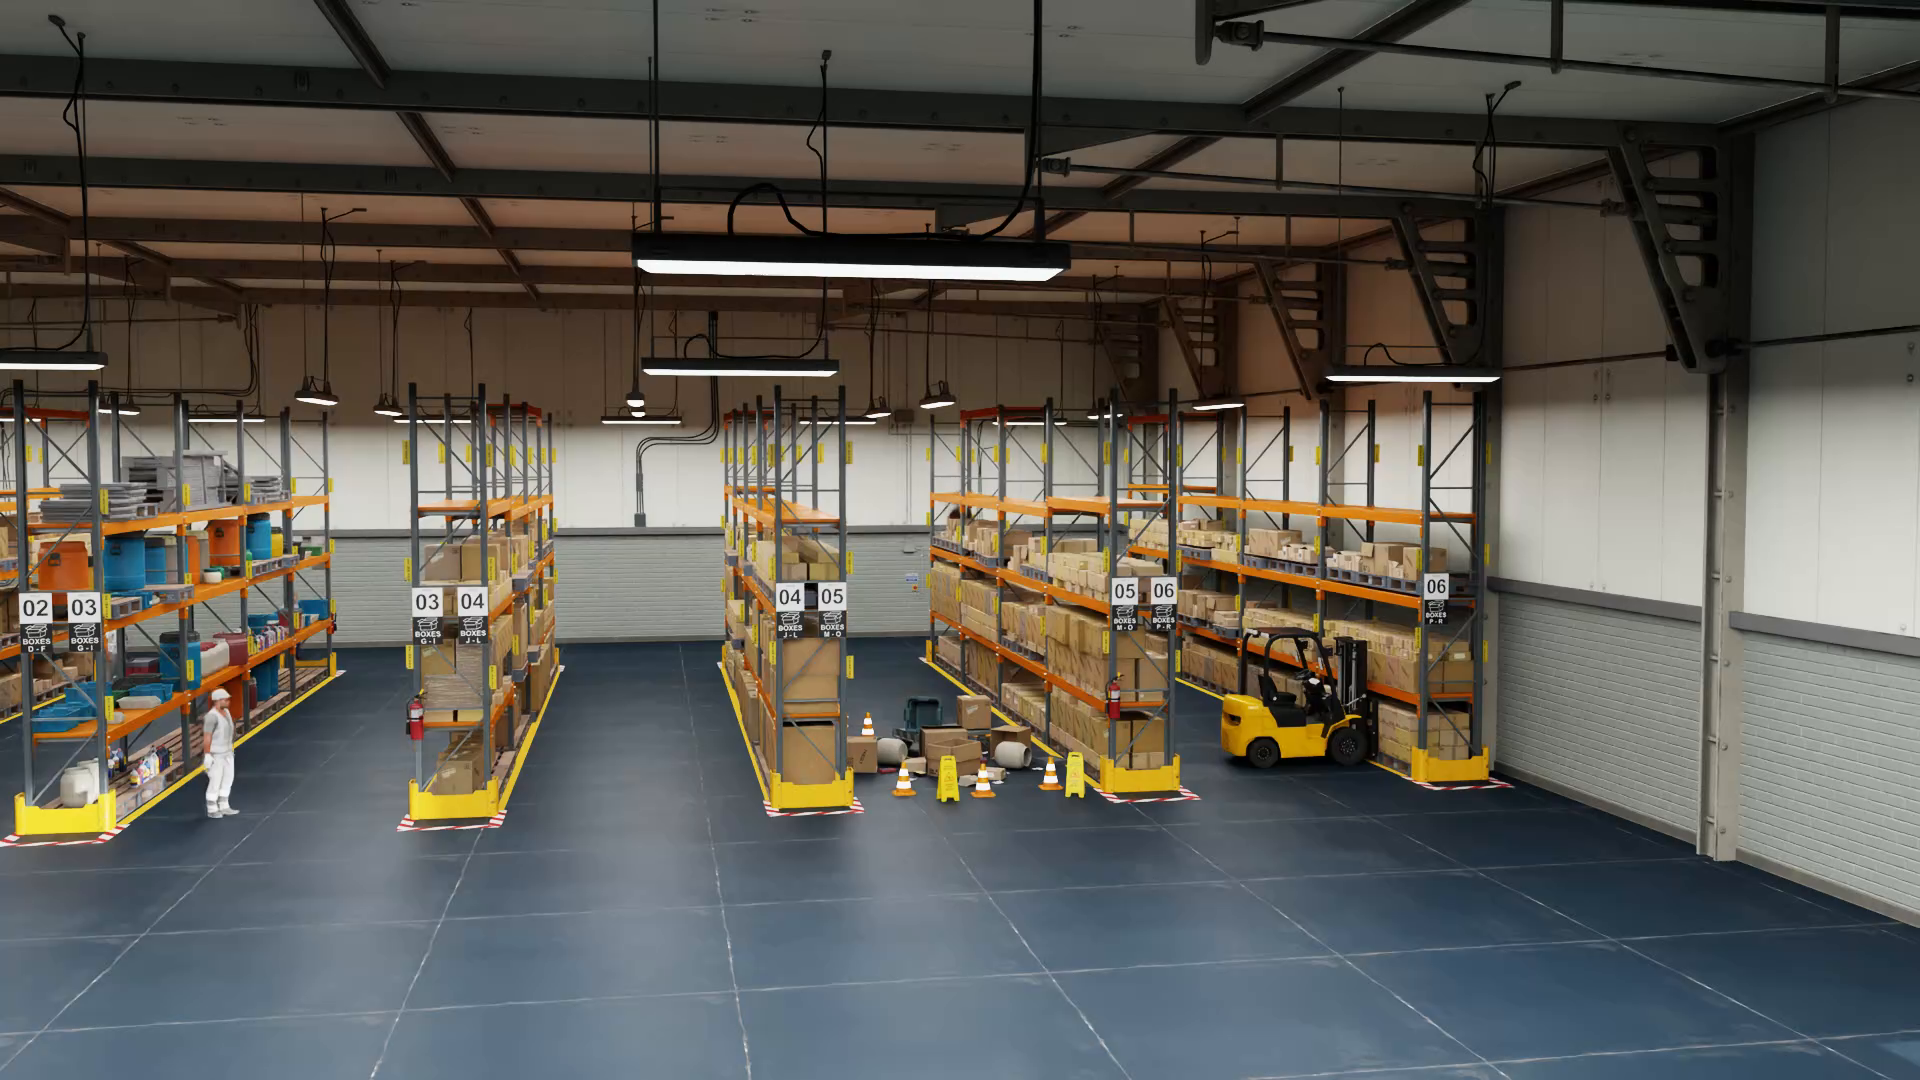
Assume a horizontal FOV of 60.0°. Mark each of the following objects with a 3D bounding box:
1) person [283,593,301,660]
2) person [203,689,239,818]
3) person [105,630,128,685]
[{"bbox_3d":[-16.222,2.117,40.554,0.458,1.628,0.503,2,3,32],"label":"person"},{"bbox_3d":[-10.236,2.945,22.992,0.398,1.787,0.685,0,3,7],"label":"person"},{"bbox_3d":[-17.693,2.363,34.831,0.622,1.762,0.547,2,3,29],"label":"person"}]
